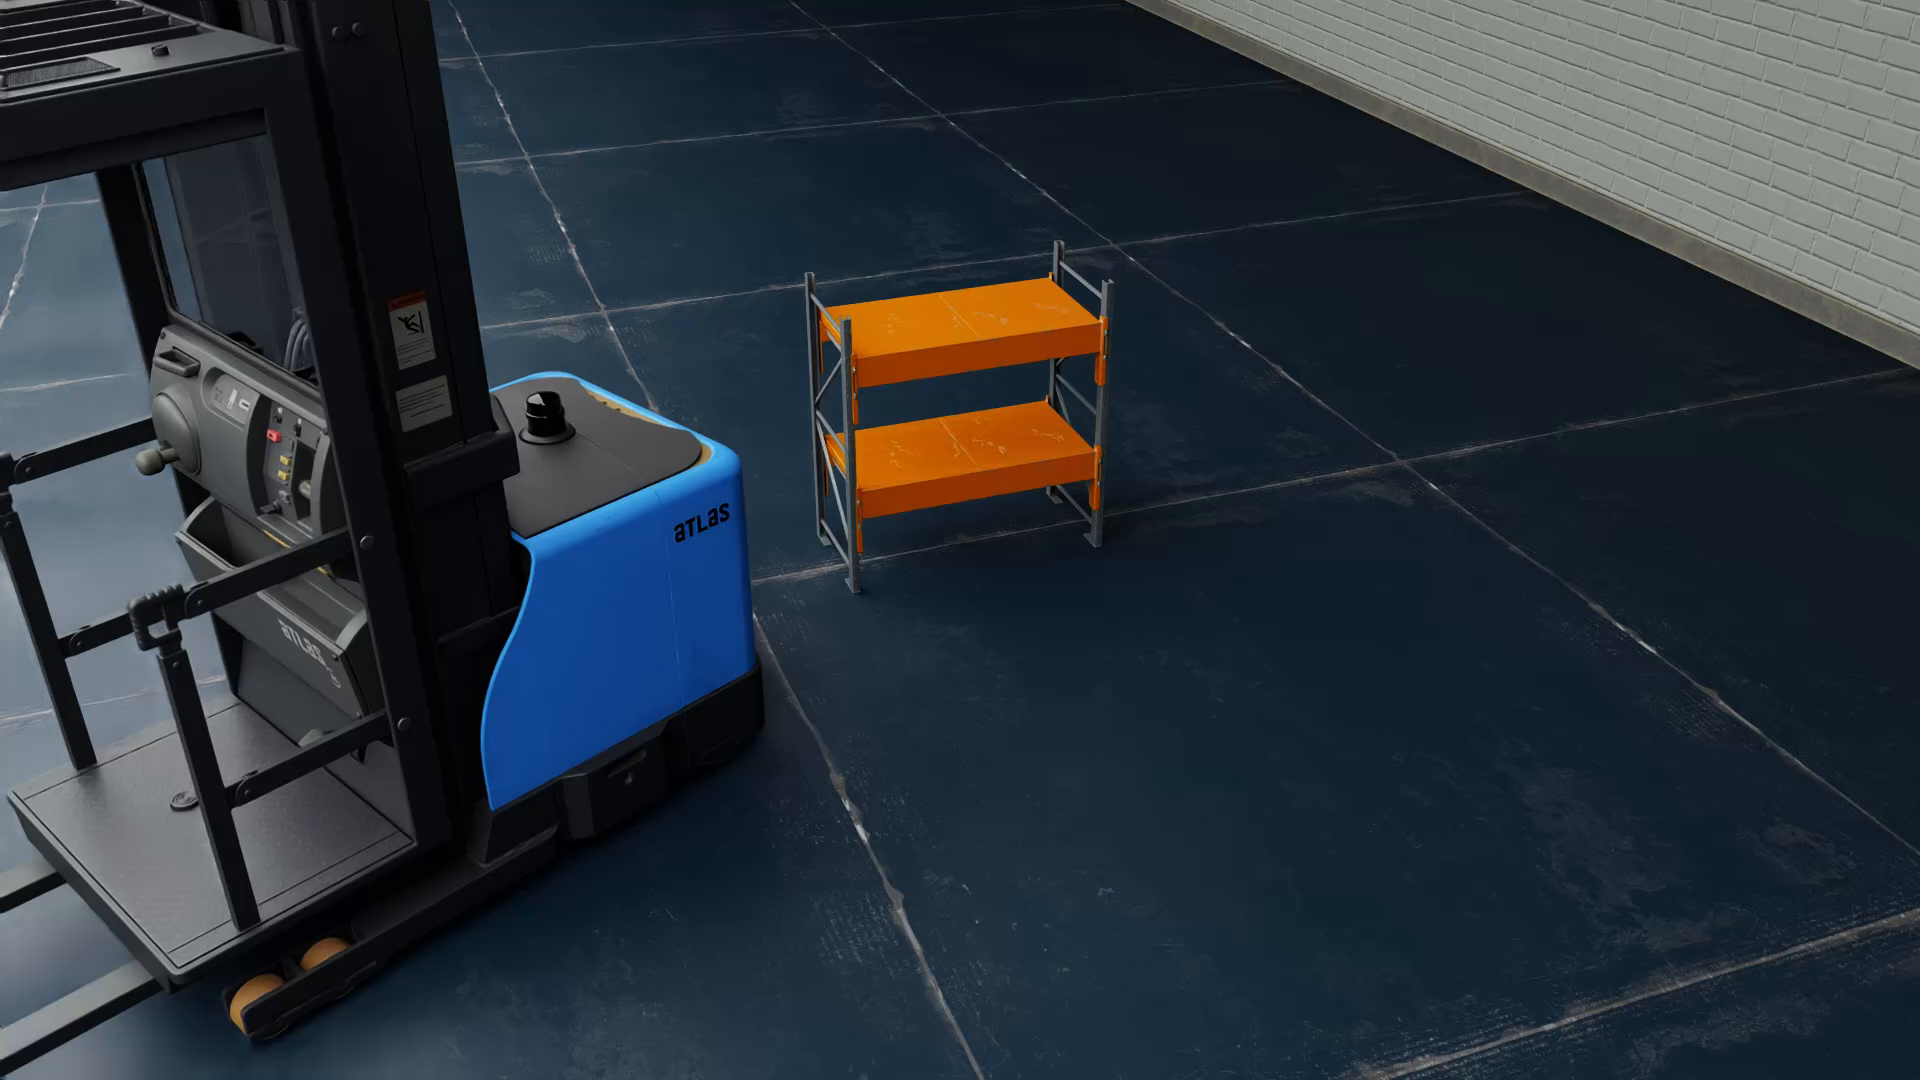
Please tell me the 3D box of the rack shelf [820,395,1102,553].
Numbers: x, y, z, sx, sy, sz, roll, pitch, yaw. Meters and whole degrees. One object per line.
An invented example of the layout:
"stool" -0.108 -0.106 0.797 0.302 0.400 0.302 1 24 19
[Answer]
"rack shelf" -0.006 -0.275 6.591 1.000 0.278 0.538 -10 31 -18

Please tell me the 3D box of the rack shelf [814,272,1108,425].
"rack shelf" -0.006 -0.742 6.325 1.000 0.278 0.538 -10 31 -18

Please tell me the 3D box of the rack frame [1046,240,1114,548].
"rack frame" 0.470 -0.575 6.624 0.032 1.125 0.500 -10 31 -18

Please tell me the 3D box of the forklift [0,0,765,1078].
"forklift" -2.020 -0.234 4.199 1.130 2.935 3.031 25 38 36

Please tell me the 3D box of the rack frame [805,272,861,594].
"rack frame" -0.483 -0.400 6.315 0.032 1.125 0.500 -10 31 -18

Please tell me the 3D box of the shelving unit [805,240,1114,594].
"shelving unit" -0.006 -0.488 6.469 1.048 1.125 0.538 -10 31 -18
